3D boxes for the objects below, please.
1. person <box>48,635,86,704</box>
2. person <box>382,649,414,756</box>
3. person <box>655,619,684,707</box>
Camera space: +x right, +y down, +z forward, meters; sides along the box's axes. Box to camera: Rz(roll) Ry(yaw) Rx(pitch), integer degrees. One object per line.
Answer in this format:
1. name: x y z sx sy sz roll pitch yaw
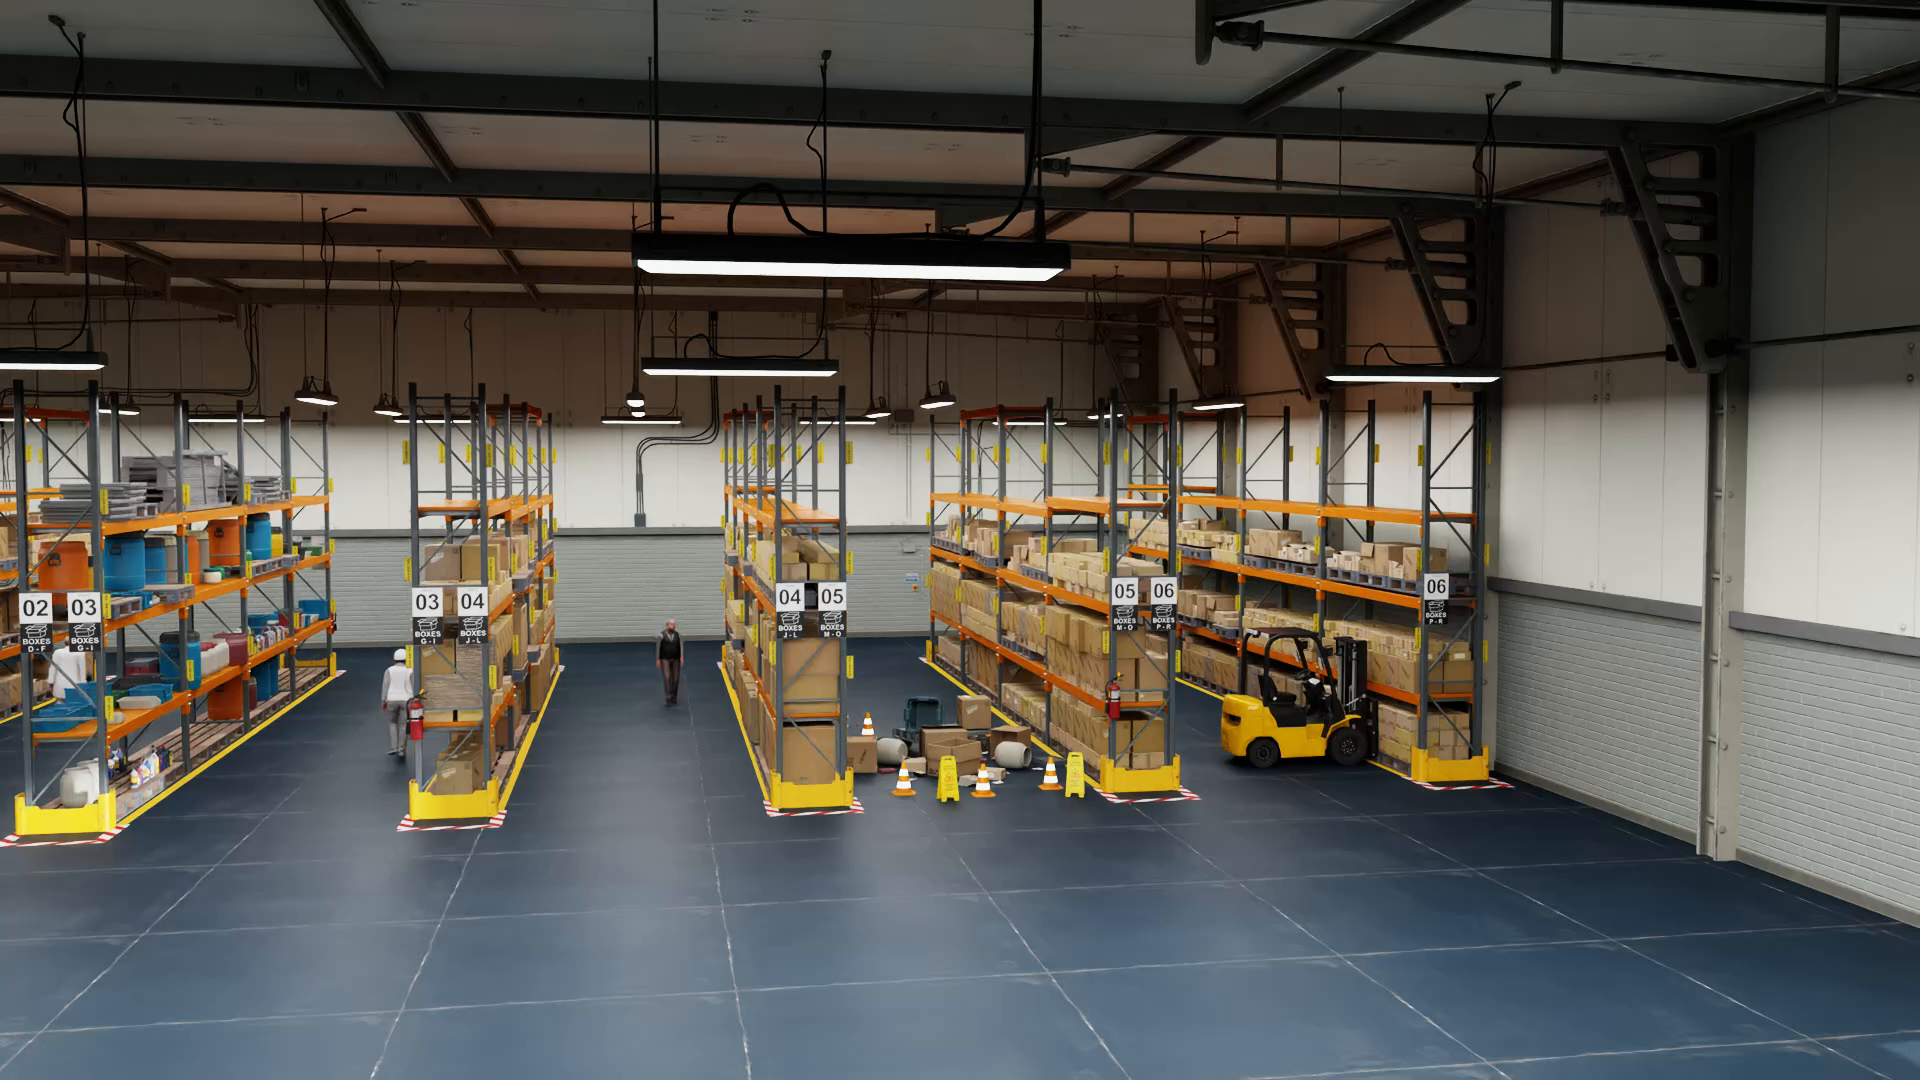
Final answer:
1. person: -16.022 2.589 29.857 0.627 1.777 0.521 -1 3 -12
2. person: -9.349 2.736 27.779 0.581 1.821 0.613 -1 3 -16
3. person: -5.795 2.468 33.507 0.570 1.723 0.743 -1 3 -25
